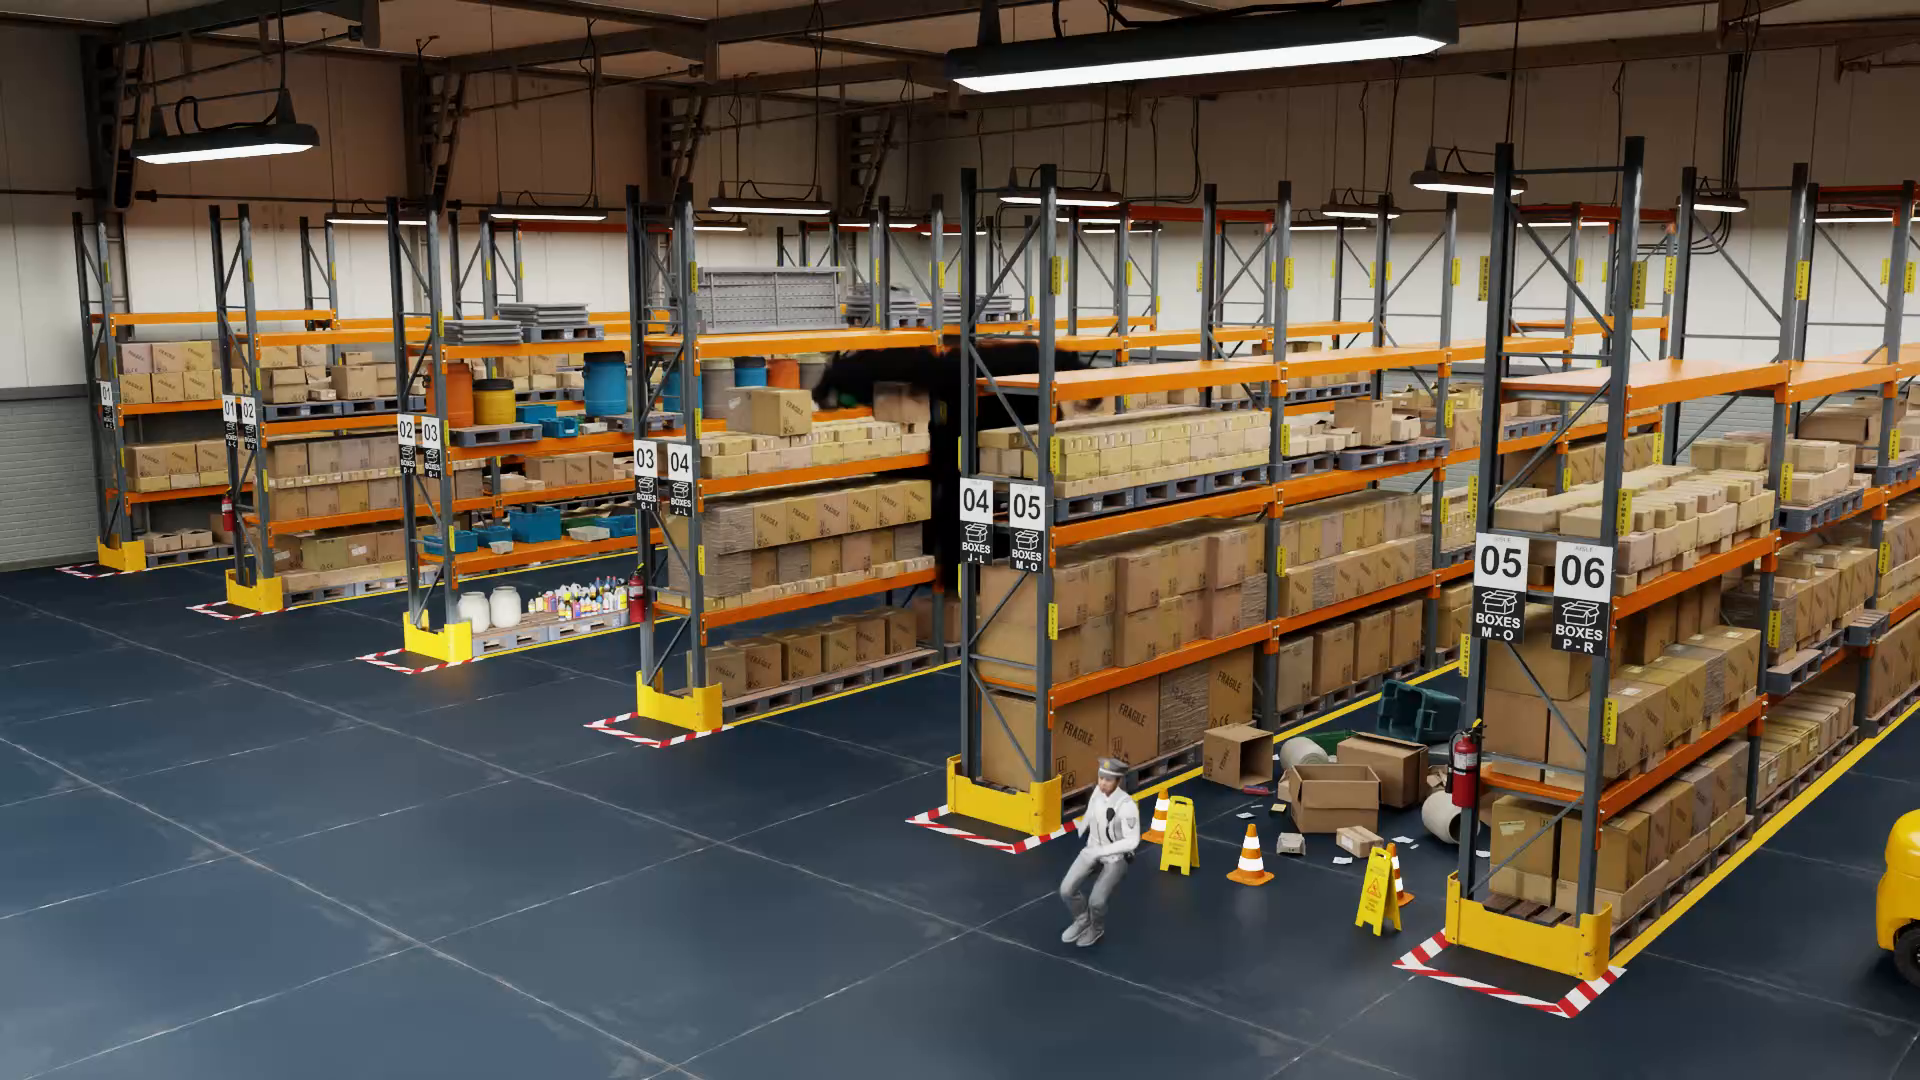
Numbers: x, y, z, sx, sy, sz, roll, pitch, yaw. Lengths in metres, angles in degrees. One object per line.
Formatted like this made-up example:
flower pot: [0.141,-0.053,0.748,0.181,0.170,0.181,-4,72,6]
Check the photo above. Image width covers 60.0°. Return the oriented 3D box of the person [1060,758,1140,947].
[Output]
person: [1.044,2.363,12.407,0.764,1.592,0.661,7,12,38]
